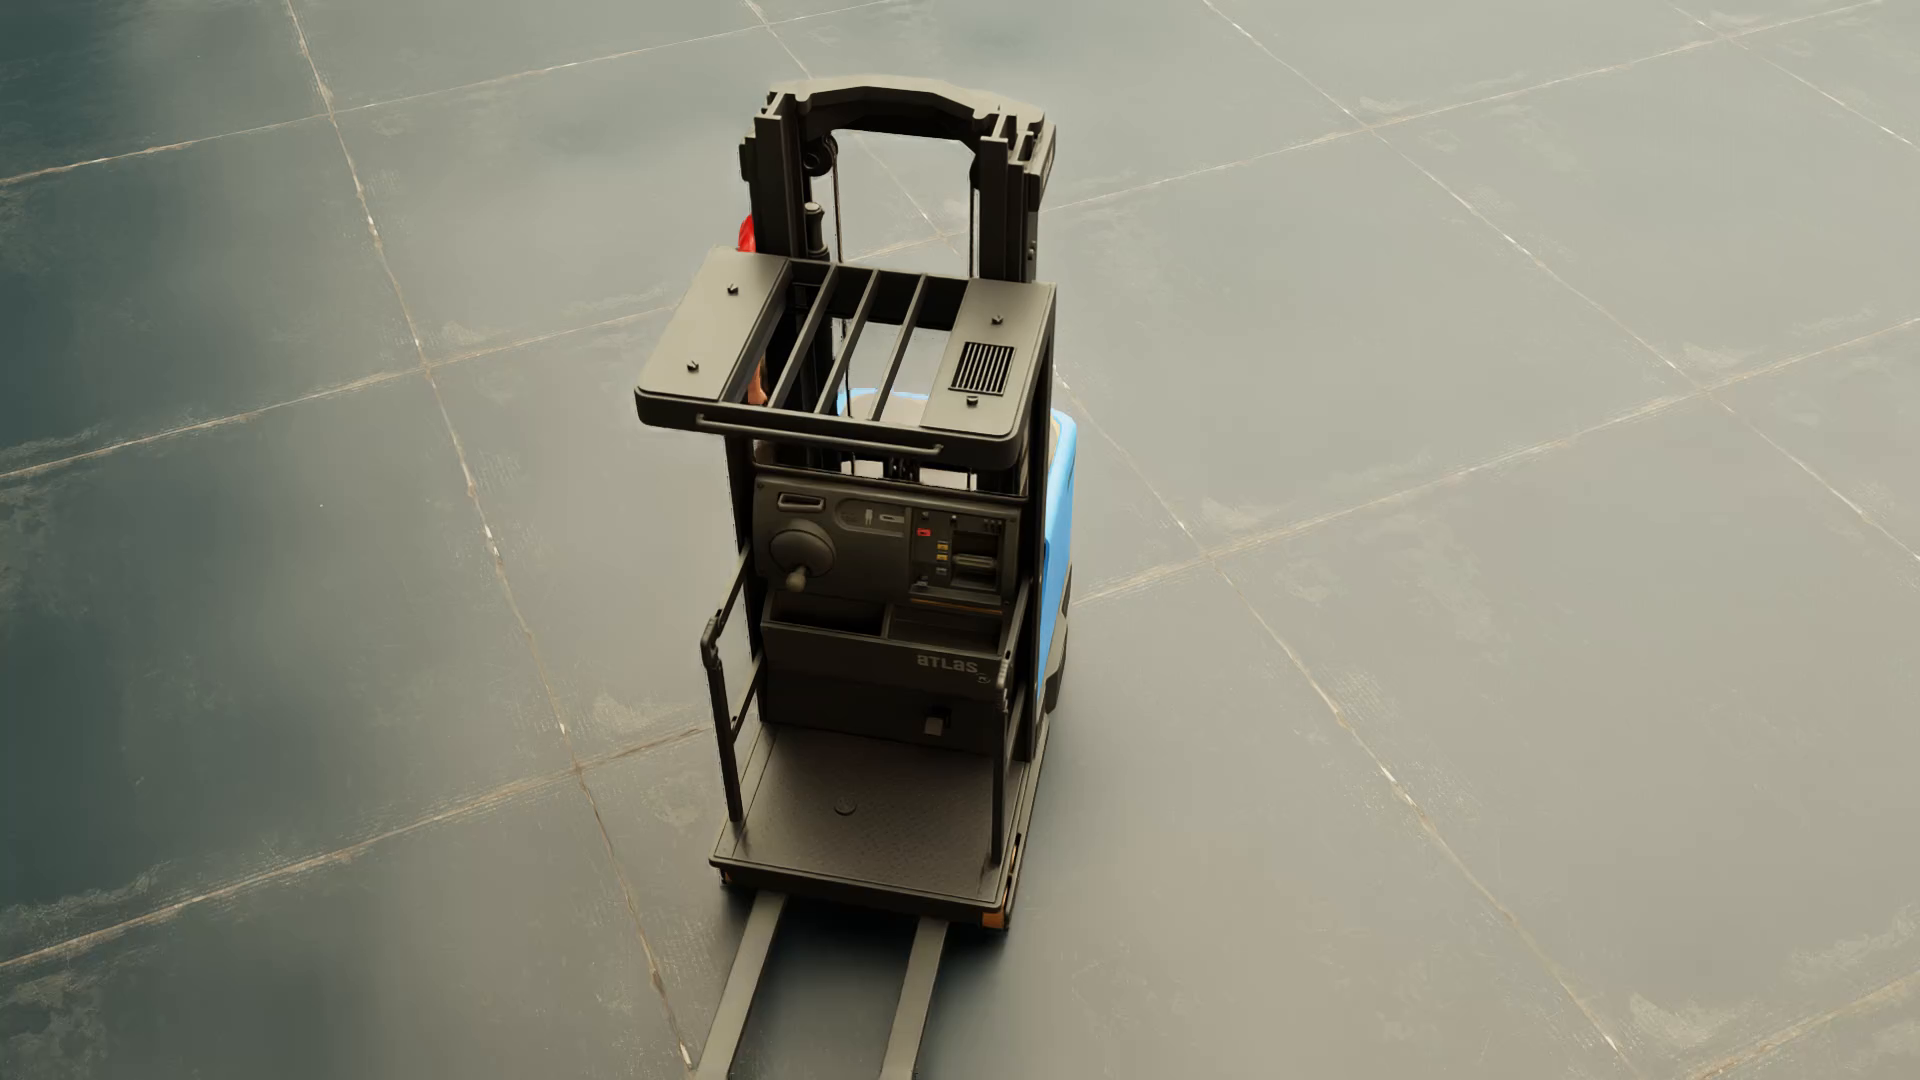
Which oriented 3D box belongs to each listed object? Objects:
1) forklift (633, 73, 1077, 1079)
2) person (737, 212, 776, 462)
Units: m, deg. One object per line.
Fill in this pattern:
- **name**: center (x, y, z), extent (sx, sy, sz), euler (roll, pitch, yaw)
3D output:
- **forklift**: center (-0.298, 0.109, 5.564), extent (1.130, 2.935, 3.031), euler (8, 44, 8)
- **person**: center (-0.840, -0.921, 7.573), extent (0.390, 1.702, 0.842), euler (-2, 43, -2)
